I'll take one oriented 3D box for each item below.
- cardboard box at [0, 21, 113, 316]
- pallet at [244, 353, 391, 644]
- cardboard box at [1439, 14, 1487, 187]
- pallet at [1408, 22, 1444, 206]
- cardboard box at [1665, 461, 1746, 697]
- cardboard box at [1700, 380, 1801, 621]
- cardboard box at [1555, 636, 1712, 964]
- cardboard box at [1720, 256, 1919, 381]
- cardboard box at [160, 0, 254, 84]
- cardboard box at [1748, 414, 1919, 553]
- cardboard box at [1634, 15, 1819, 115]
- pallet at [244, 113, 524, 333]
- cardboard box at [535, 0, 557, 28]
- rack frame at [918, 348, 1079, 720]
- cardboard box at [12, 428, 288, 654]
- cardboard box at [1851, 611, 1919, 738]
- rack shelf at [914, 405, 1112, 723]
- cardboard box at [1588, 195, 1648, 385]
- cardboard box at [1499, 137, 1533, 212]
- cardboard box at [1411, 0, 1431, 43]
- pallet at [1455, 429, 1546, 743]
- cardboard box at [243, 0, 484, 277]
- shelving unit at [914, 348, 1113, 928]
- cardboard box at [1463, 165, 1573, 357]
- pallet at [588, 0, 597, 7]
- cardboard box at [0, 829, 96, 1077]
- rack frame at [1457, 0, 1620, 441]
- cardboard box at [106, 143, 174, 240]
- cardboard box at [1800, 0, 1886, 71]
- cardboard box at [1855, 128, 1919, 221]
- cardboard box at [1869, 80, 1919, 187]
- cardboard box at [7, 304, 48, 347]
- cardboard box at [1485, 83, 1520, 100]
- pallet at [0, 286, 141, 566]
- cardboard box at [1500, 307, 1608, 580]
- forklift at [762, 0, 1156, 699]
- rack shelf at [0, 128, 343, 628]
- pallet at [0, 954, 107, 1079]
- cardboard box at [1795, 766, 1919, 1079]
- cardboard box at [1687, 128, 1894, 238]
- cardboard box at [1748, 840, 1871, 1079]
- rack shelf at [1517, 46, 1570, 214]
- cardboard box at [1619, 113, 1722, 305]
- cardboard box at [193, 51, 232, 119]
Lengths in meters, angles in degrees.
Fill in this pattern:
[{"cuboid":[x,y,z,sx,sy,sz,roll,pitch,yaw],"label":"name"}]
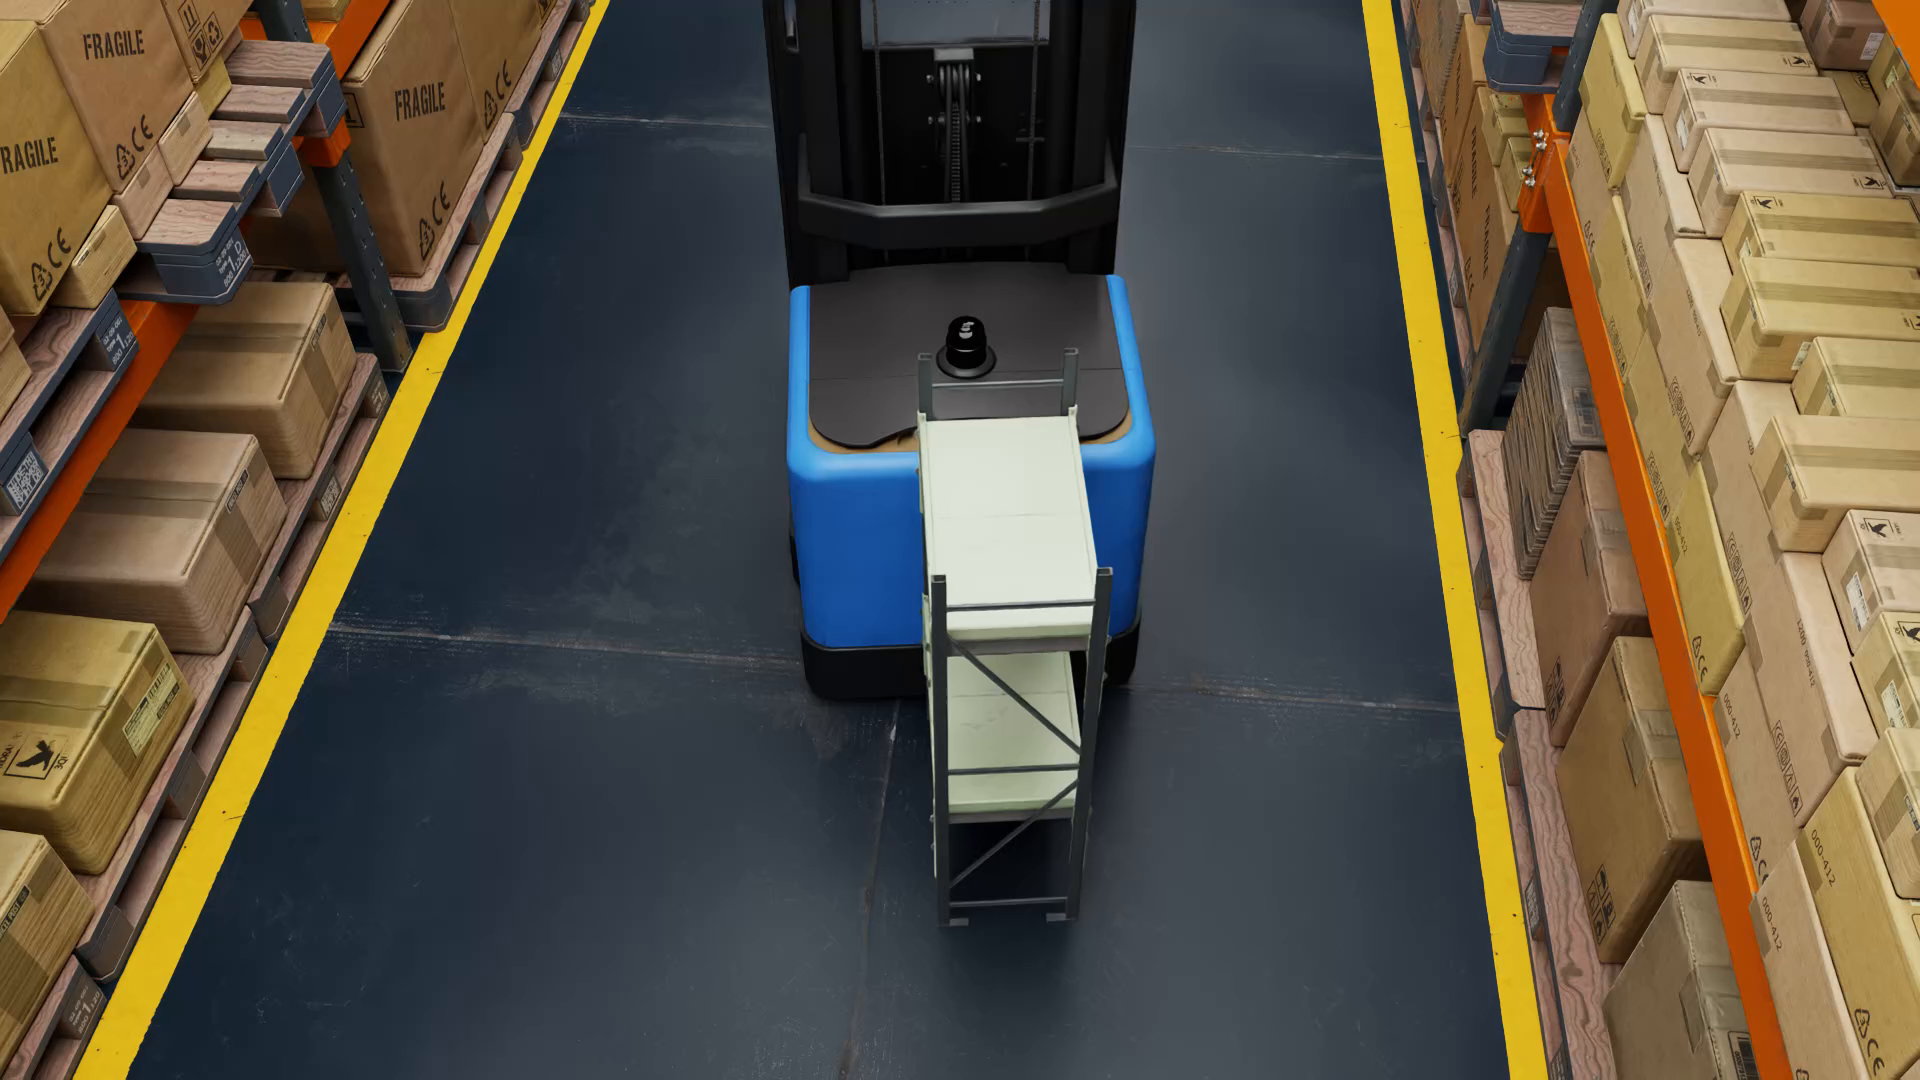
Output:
[{"cuboid":[-2.453,-0.890,3.977,0.500,0.500,0.500,1,48,1],"label":"cardboard box"},{"cuboid":[-2.680,-0.203,5.793,1.003,0.211,1.213,4,48,4],"label":"pallet"},{"cuboid":[2.262,-1.763,6.739,0.500,0.500,0.500,6,48,5],"label":"cardboard box"},{"cuboid":[2.556,-1.887,7.333,1.003,0.211,1.213,4,48,4],"label":"pallet"},{"cuboid":[1.913,0.102,3.726,0.500,0.250,0.500,5,48,5],"label":"cardboard box"},{"cuboid":[1.918,-0.068,3.542,0.500,0.250,0.500,4,48,4],"label":"cardboard box"},{"cuboid":[2.153,0.705,4.397,0.875,0.625,0.625,2,48,2],"label":"cardboard box"},{"cuboid":[1.907,-0.477,3.646,0.380,0.149,0.250,5,48,4],"label":"cardboard box"},{"cuboid":[-2.372,-1.642,4.665,0.500,0.500,0.500,3,48,2],"label":"cardboard box"},{"cuboid":[1.816,-0.108,3.308,0.380,0.149,0.250,3,48,2],"label":"cardboard box"},{"cuboid":[1.991,-1.230,4.335,0.380,0.149,0.250,5,48,4],"label":"cardboard box"},{"cuboid":[-2.460,-1.352,6.843,1.003,0.211,1.213,4,48,4],"label":"pallet"},{"cuboid":[-2.294,-2.957,7.577,0.875,0.875,0.875,5,48,5],"label":"cardboard box"},{"cuboid":[0.095,0.043,4.694,0.400,1.500,0.023,-2,48,-2],"label":"rack frame"},{"cuboid":[-2.728,-0.016,5.228,0.950,0.372,0.625,3,48,3],"label":"cardboard box"},{"cuboid":[1.840,0.276,2.958,0.380,0.149,0.250,3,48,3],"label":"cardboard box"},{"cuboid":[0.116,0.049,4.160,0.431,0.370,0.720,-2,48,-2],"label":"rack shelf"},{"cuboid":[2.001,-0.658,4.421,0.500,0.250,0.500,3,48,3],"label":"cardboard box"},{"cuboid":[2.129,-1.285,5.862,0.380,0.149,0.250,2,48,2],"label":"cardboard box"},{"cuboid":[2.344,-2.526,7.437,0.500,0.500,0.500,3,48,2],"label":"cardboard box"},{"cuboid":[2.222,0.156,5.464,1.003,0.211,1.213,4,48,4],"label":"pallet"},{"cuboid":[-2.462,-1.645,6.377,0.875,0.875,0.875,3,48,3],"label":"cardboard box"},{"cuboid":[0.116,0.312,4.448,0.431,1.500,0.755,-2,48,-2],"label":"shelving unit"},{"cuboid":[2.161,-1.011,6.051,0.500,0.500,0.500,5,48,5],"label":"cardboard box"},{"cuboid":[-2.238,-3.145,8.483,1.003,0.211,1.213,4,48,4],"label":"pallet"},{"cuboid":[-2.864,1.052,4.251,0.950,0.372,0.625,7,48,6],"label":"cardboard box"},{"cuboid":[2.336,-1.388,4.986,1.000,3.000,0.127,4,48,4],"label":"rack frame"},{"cuboid":[-2.364,-0.944,4.467,0.380,0.149,0.250,2,48,2],"label":"cardboard box"},{"cuboid":[2.508,-1.388,4.479,0.380,0.149,0.250,5,48,5],"label":"cardboard box"},{"cuboid":[2.527,-0.781,4.194,0.500,0.250,0.500,4,48,4],"label":"cardboard box"},{"cuboid":[2.511,-1.002,4.126,0.380,0.149,0.250,4,48,3],"label":"cardboard box"},{"cuboid":[-2.524,-0.565,4.120,0.380,0.149,0.250,4,48,4],"label":"cardboard box"},{"cuboid":[2.191,-1.678,6.222,0.380,0.149,0.250,2,48,2],"label":"cardboard box"},{"cuboid":[-2.747,-0.197,4.027,1.003,0.211,1.213,4,48,4],"label":"pallet"},{"cuboid":[2.266,-0.270,5.289,0.875,0.625,0.625,5,48,5],"label":"cardboard box"},{"cuboid":[-0.044,-1.577,5.206,1.130,2.935,3.031,-2,48,-2],"label":"forklift"},{"cuboid":[-2.790,-0.006,4.210,1.077,0.370,4.000,4,48,4],"label":"rack shelf"},{"cuboid":[-2.902,1.590,4.153,1.003,0.211,1.213,4,48,4],"label":"pallet"},{"cuboid":[1.801,0.677,2.861,0.500,0.250,0.500,3,48,3],"label":"cardboard box"},{"cuboid":[1.982,-0.846,3.984,0.380,0.149,0.250,4,48,4],"label":"cardboard box"},{"cuboid":[1.797,0.845,3.046,0.500,0.250,0.500,4,48,3],"label":"cardboard box"},{"cuboid":[2.518,-2.614,6.596,1.077,0.370,4.000,4,48,4],"label":"rack shelf"},{"cuboid":[2.006,-0.828,4.238,0.500,0.250,0.500,5,48,5],"label":"cardboard box"},{"cuboid":[-2.355,-1.317,4.807,0.380,0.149,0.250,5,48,4],"label":"cardboard box"}]
